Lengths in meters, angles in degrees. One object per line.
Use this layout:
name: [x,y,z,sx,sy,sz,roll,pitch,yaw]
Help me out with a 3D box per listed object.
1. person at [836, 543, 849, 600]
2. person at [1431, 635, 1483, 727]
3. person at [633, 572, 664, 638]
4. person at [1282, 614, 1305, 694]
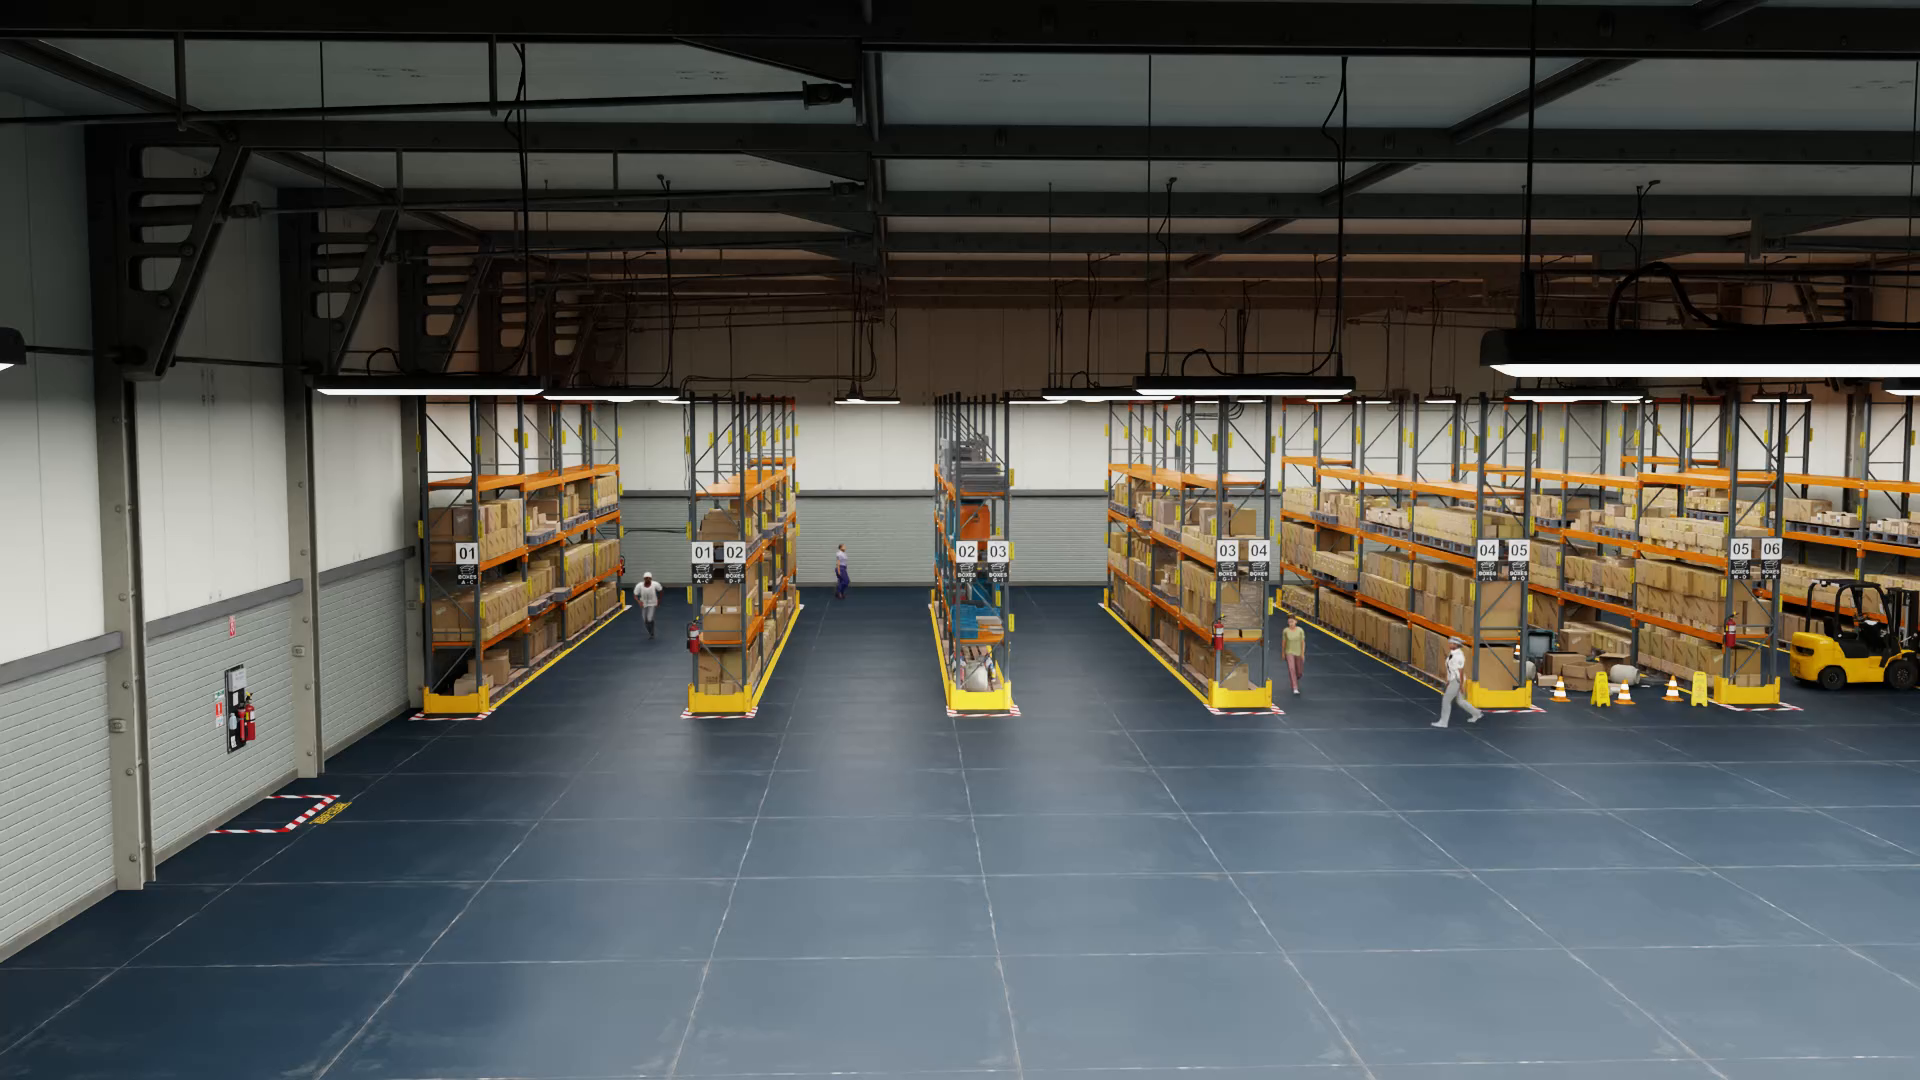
person: [-3.498,0.940,49.556,0.415,1.656,0.507,0,5,-1]
person: [8.865,2.514,29.654,0.921,1.643,0.448,0,5,0]
person: [-7.685,1.605,41.035,0.664,1.667,0.700,1,5,8]
person: [6.698,2.270,33.364,0.444,1.557,1.019,0,5,3]
